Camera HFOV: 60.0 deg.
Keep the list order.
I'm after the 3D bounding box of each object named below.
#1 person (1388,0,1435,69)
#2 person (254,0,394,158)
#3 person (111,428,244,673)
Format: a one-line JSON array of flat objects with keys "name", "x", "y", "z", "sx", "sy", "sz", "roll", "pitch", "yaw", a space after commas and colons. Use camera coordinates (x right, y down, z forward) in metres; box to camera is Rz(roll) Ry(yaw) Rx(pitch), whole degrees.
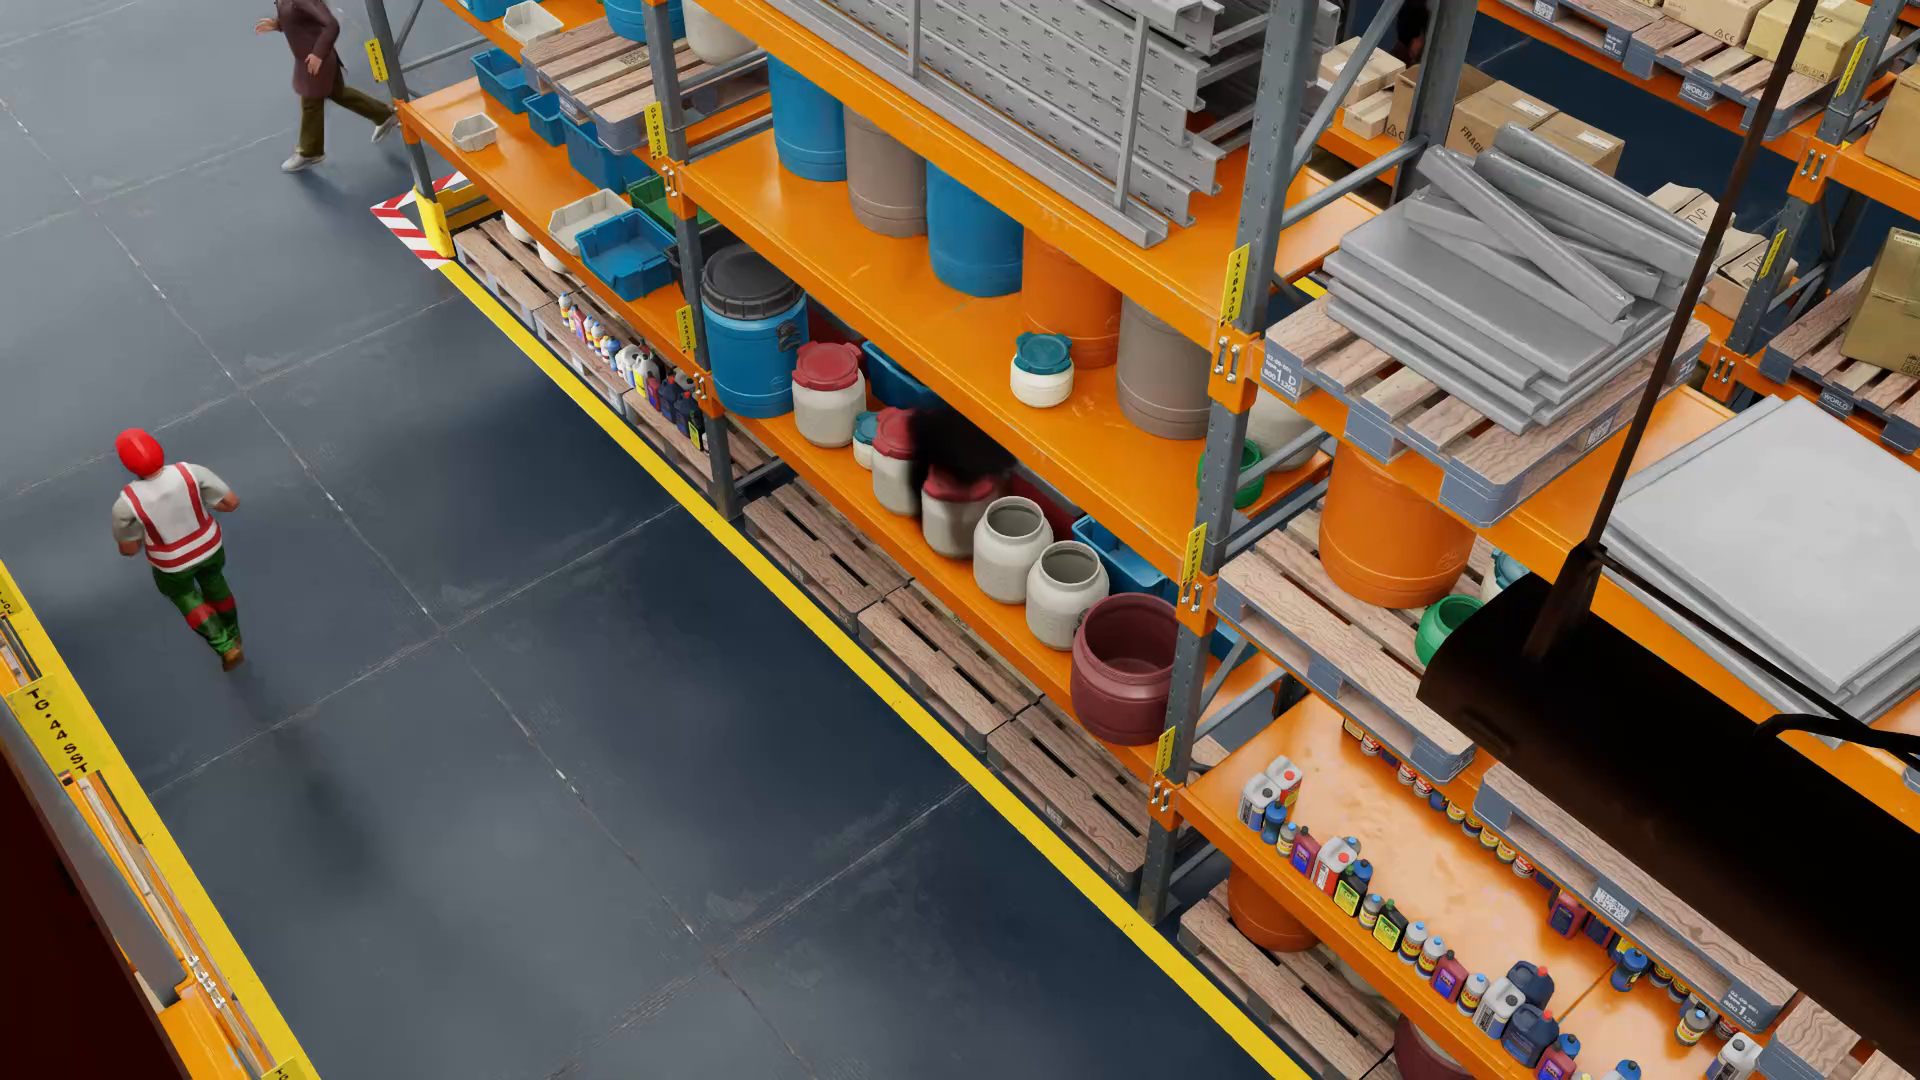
[{"name": "person", "x": 3.794, "y": -4.079, "z": 13.640, "sx": 0.907, "sy": 1.753, "sz": 0.635, "roll": 32, "pitch": 54, "yaw": 27}, {"name": "person", "x": -5.144, "y": -3.909, "z": 13.361, "sx": 0.881, "sy": 1.692, "sz": 0.725, "roll": -13, "pitch": 48, "yaw": -12}, {"name": "person", "x": -4.333, "y": 0.048, "z": 9.333, "sx": 0.658, "sy": 1.753, "sz": 0.616, "roll": -33, "pitch": 55, "yaw": -27}]
